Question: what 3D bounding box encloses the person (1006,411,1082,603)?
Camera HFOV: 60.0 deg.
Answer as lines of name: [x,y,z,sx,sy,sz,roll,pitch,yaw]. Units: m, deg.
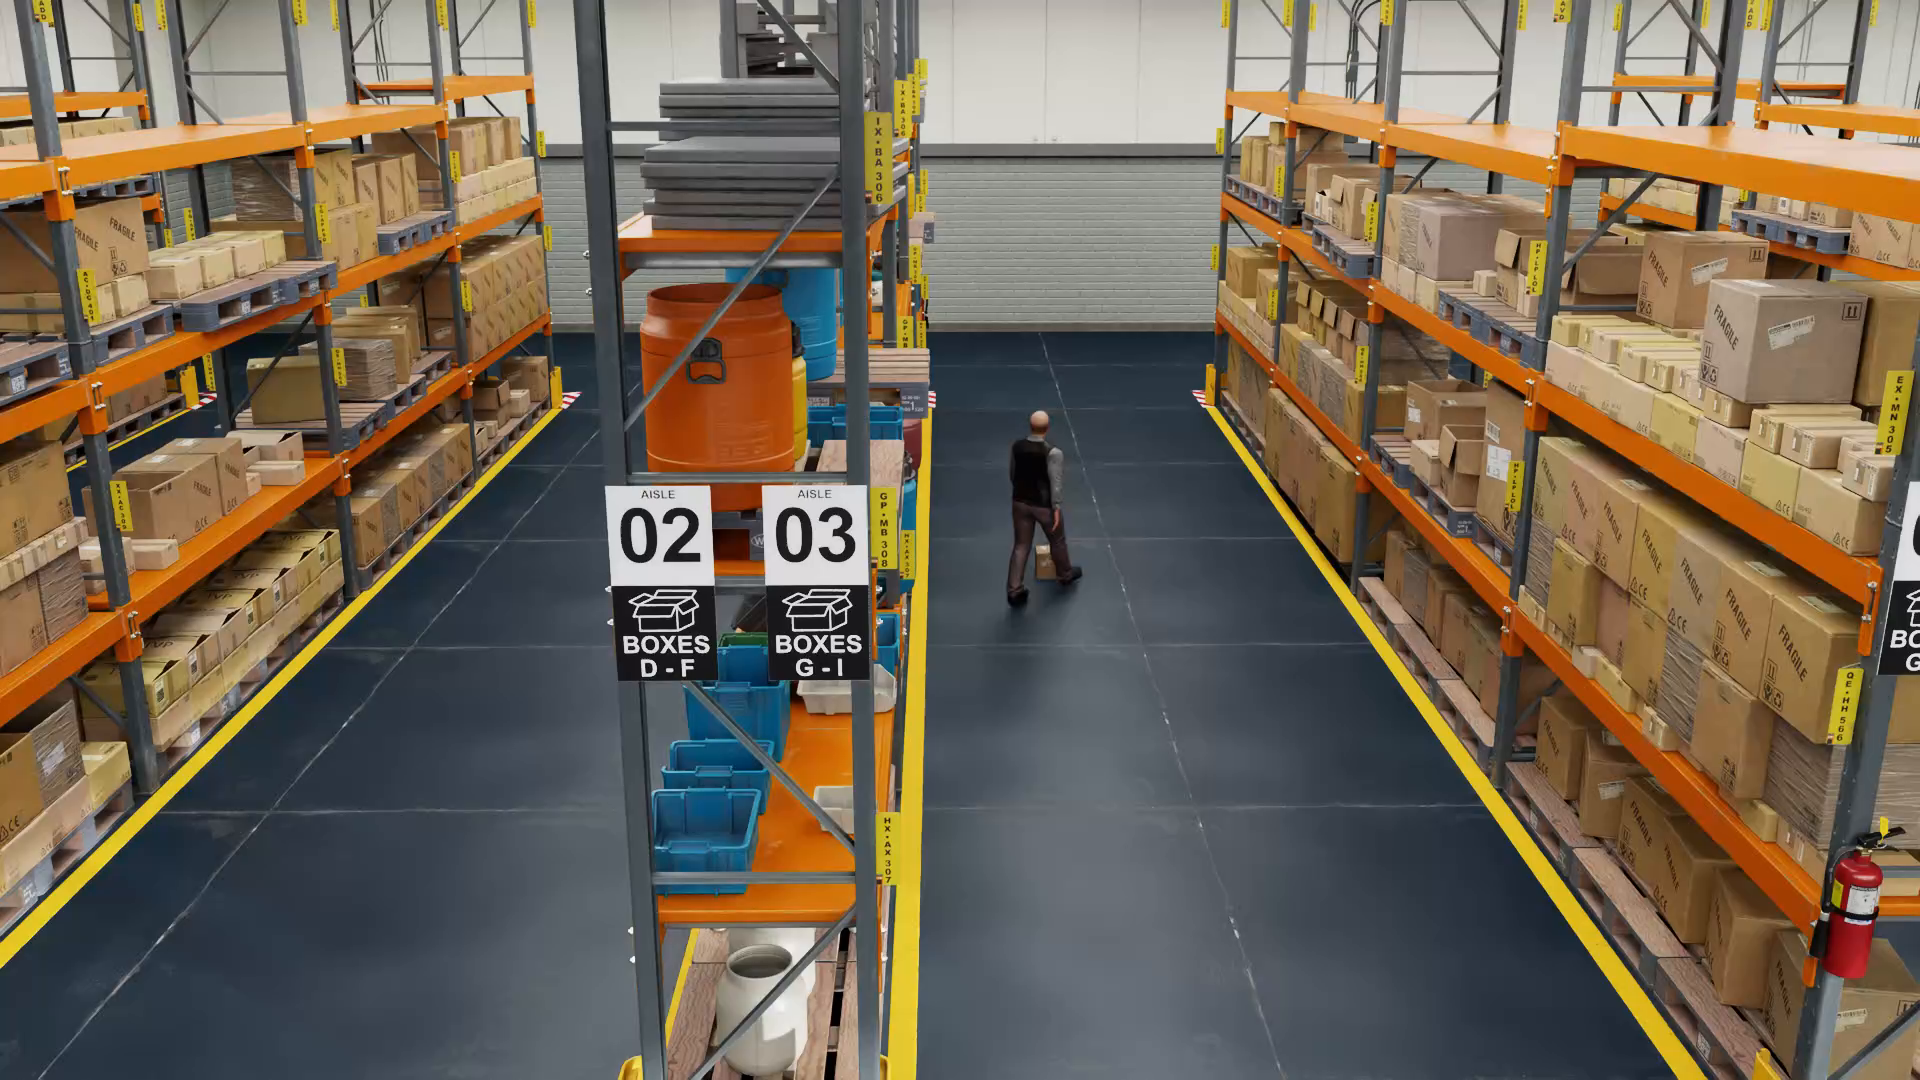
person: [0.731,-0.349,14.723,0.566,1.671,0.967,9,19,26]
